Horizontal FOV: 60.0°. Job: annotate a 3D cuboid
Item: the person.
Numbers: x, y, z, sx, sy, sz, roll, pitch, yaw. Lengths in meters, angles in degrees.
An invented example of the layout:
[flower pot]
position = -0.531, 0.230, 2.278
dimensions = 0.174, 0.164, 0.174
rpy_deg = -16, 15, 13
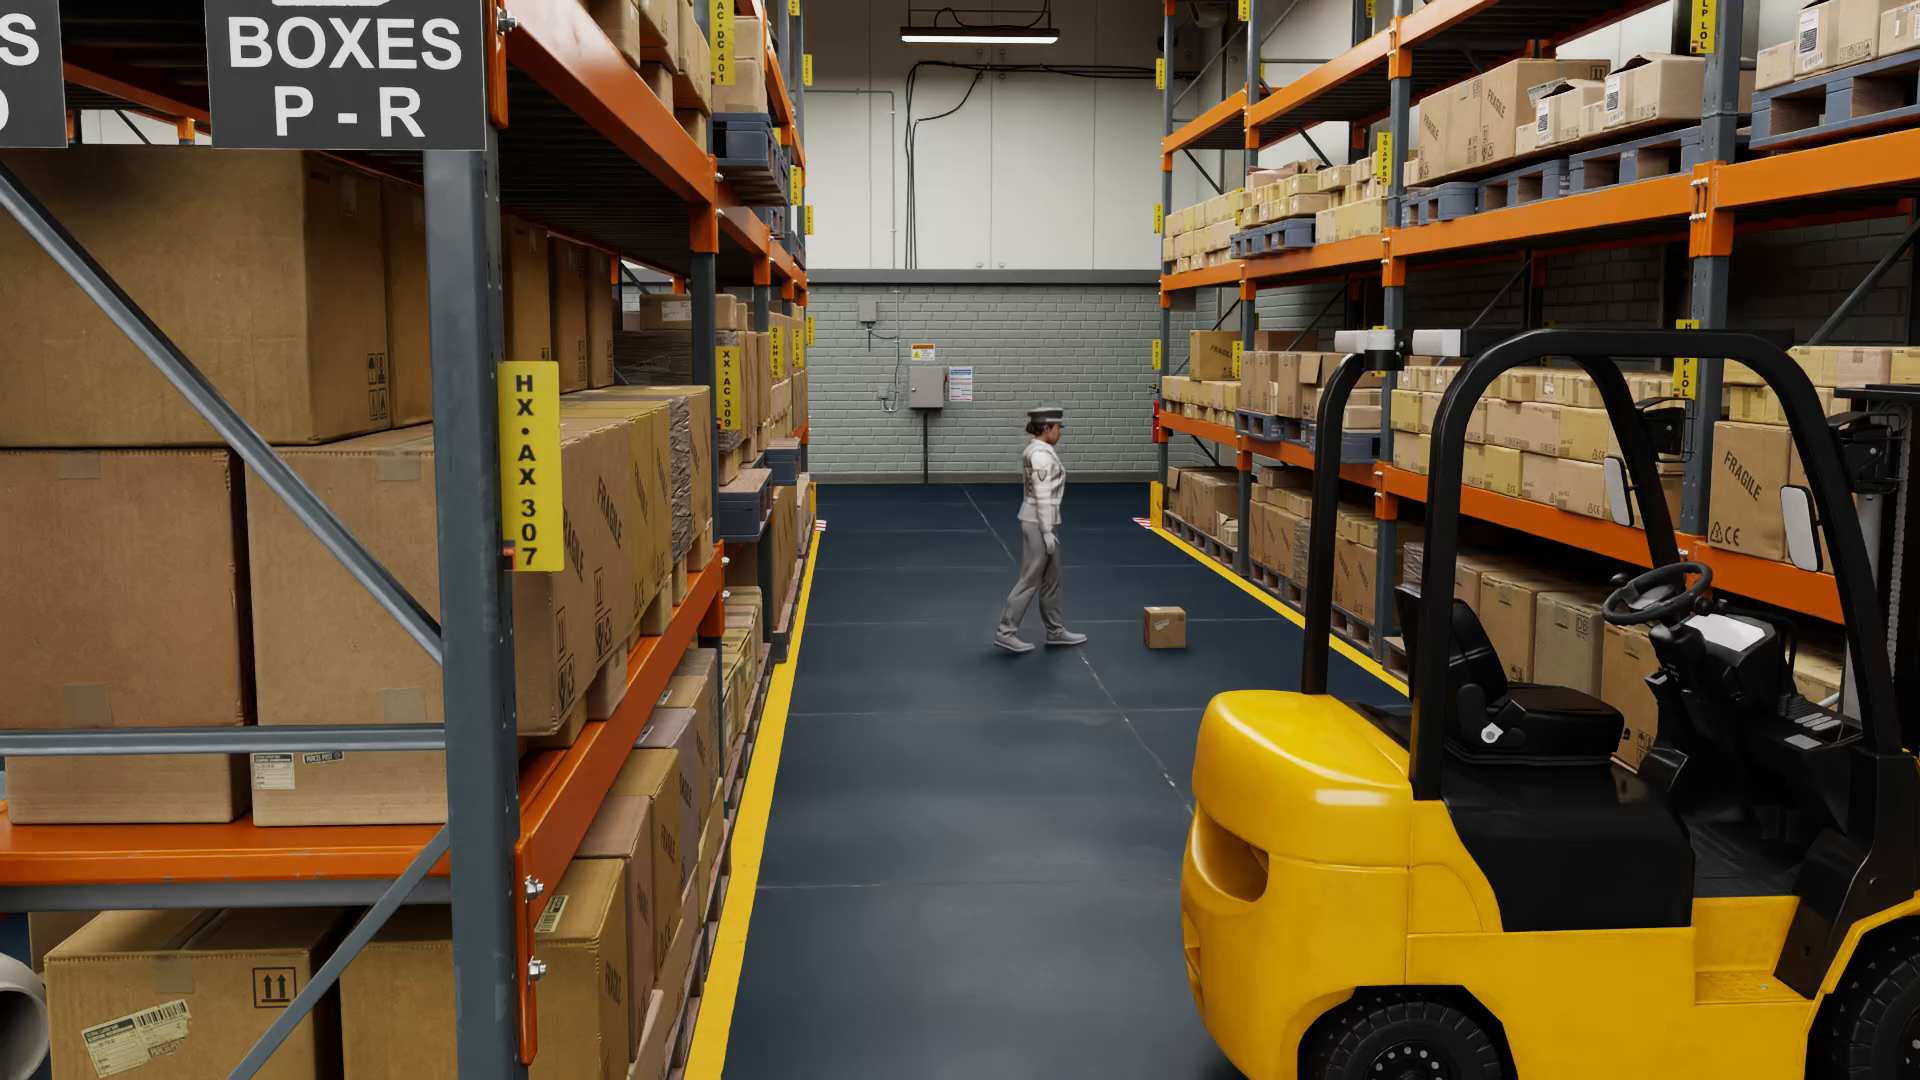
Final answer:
[person]
position = 0.557, -0.081, 11.345
dimensions = 0.668, 1.653, 0.505
rpy_deg = 0, 7, -2
